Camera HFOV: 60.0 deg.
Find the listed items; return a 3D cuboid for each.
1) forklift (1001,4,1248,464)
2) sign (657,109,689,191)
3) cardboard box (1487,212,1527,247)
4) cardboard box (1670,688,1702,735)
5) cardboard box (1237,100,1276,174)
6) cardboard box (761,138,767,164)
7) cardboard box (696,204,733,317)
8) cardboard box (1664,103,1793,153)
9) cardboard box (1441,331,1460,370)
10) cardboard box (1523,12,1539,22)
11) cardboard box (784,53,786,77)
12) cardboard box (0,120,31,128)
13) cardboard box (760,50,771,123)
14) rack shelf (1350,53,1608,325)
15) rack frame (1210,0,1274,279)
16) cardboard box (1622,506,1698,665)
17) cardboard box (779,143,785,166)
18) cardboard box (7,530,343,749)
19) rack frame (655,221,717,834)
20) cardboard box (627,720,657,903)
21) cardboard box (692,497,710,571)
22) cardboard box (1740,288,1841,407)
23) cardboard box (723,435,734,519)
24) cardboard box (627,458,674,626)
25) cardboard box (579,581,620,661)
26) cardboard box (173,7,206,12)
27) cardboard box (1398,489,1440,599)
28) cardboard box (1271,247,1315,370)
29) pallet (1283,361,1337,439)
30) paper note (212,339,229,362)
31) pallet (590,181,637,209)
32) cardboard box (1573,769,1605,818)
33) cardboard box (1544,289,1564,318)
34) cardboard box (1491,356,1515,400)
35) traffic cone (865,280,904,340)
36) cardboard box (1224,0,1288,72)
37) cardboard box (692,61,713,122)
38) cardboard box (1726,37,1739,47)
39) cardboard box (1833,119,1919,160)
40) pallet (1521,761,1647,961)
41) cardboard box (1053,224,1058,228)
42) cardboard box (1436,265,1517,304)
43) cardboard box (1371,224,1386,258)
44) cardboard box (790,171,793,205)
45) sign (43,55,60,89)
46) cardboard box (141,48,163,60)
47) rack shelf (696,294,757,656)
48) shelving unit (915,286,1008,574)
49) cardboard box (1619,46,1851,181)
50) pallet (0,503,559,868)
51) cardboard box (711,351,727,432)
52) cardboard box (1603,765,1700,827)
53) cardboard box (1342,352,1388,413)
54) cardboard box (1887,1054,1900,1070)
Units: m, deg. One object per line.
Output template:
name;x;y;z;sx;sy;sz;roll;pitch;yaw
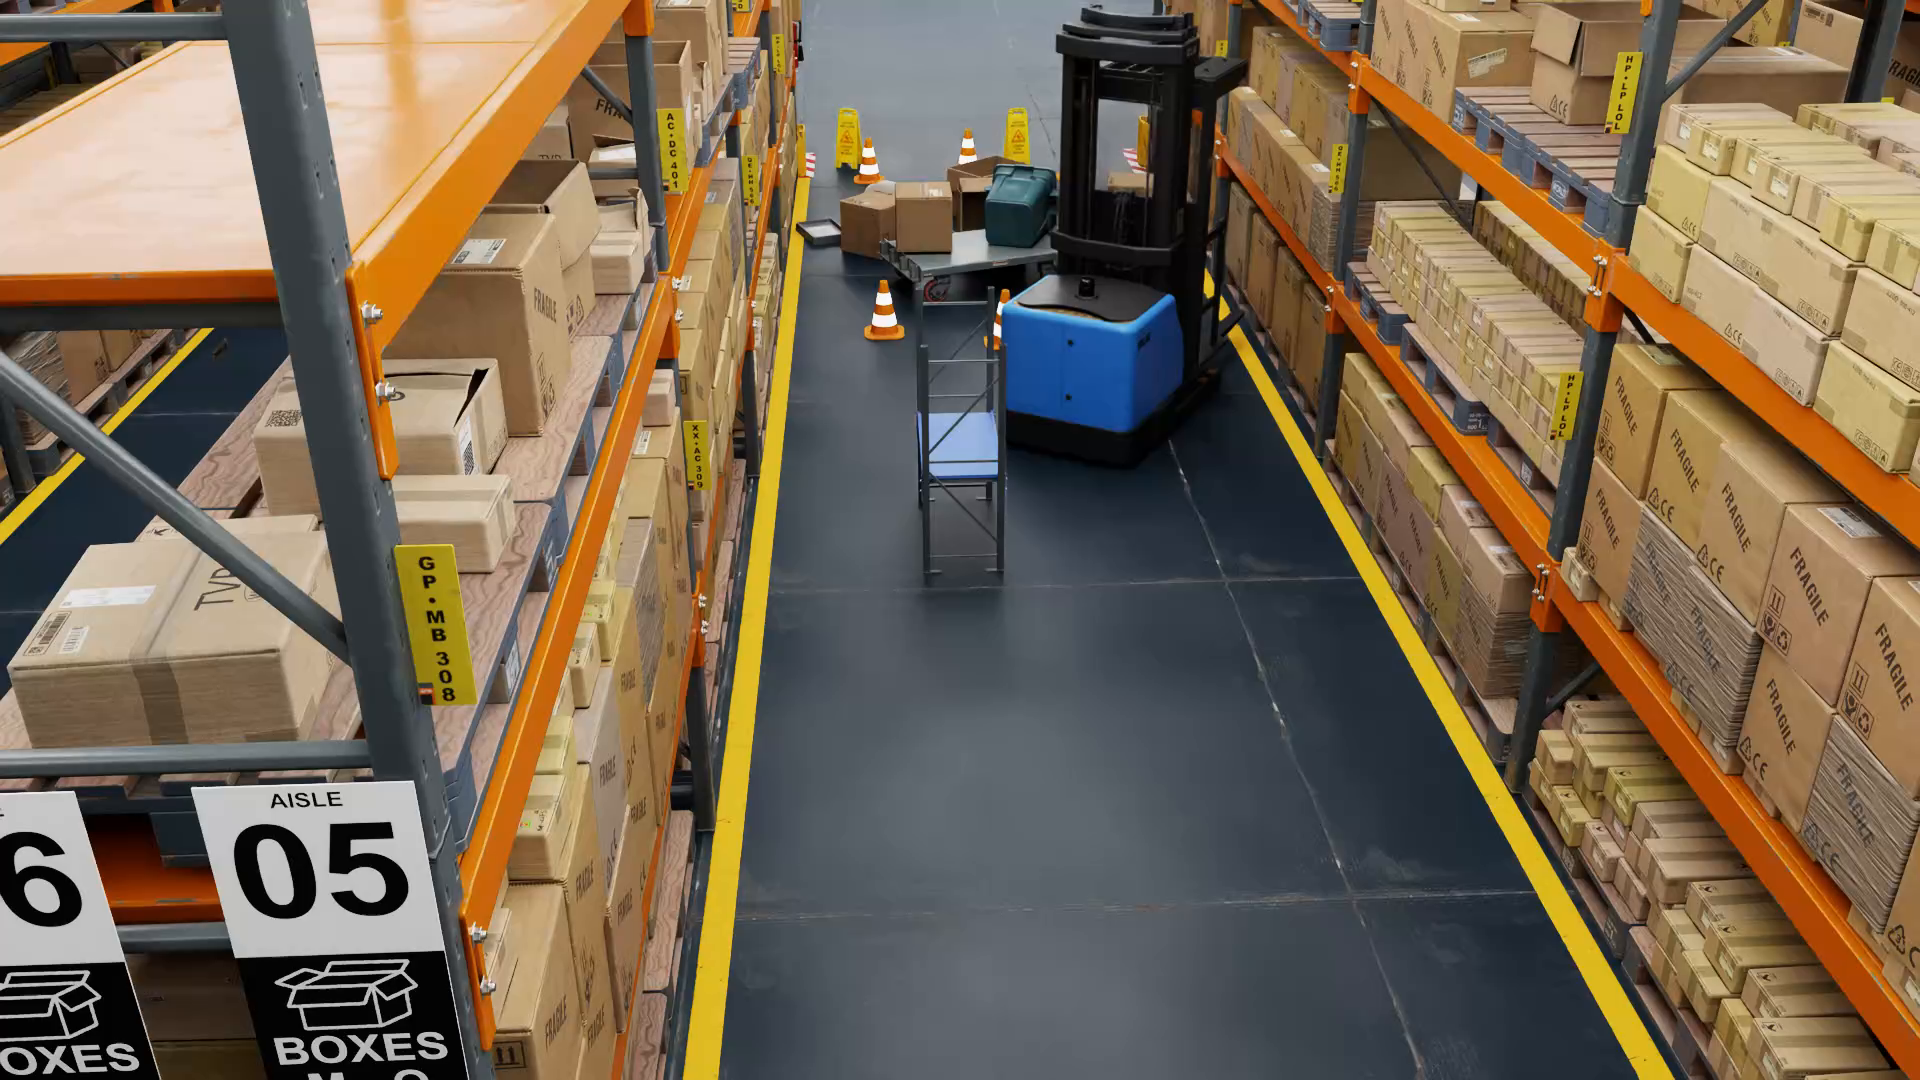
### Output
forklift;1.399;-2.482;12.338;1.130;2.935;3.031;14;30;24
sign;-1.133;-1.539;6.568;0.100;0.325;0.005;-1;28;-3
cardboard box;3.536;-1.951;10.421;0.380;0.149;0.250;-2;28;-3
cardboard box;3.049;0.637;6.557;0.380;0.149;0.250;-1;28;-2
cardboard box;2.619;-3.353;13.827;0.500;0.500;0.500;-1;28;-2
cardboard box;-1.740;-3.111;13.288;0.380;0.149;0.250;-1;28;-2
cardboard box;-1.553;-1.567;9.321;0.500;0.500;0.500;-1;28;-3
cardboard box;3.024;-1.618;6.556;0.380;0.149;0.250;-2;28;-4
cardboard box;2.947;-1.075;9.384;0.380;0.149;0.250;-2;28;-4
cardboard box;3.387;-2.599;9.137;0.500;0.500;0.500;-1;28;-3
cardboard box;-1.958;-4.707;16.102;0.500;0.500;0.500;-1;28;-2
cardboard box;-7.244;-3.078;12.598;0.380;0.149;0.250;-2;28;-3
cardboard box;-1.852;-3.779;13.869;0.500;0.500;0.500;-2;28;-4
rack shelf;3.146;-2.031;8.935;1.077;0.370;4.000;-1;28;-3
rack frame;2.833;-3.791;14.775;1.000;3.000;0.127;-1;28;-3
cardboard box;3.058;0.190;6.711;0.500;0.500;0.500;-1;28;-3
cardboard box;-1.813;-3.550;15.320;0.380;0.149;0.250;-1;28;-2
cardboard box;-1.592;0.217;3.446;0.500;0.250;0.500;-4;28;-7
rack frame;-1.687;0.070;7.373;1.000;3.000;0.127;-1;28;-3
cardboard box;-1.322;0.945;5.587;0.500;0.500;0.500;0;28;-1
cardboard box;-1.446;-0.073;7.809;0.500;0.250;0.500;-2;28;-4
cardboard box;3.054;-0.668;5.705;0.500;0.250;0.500;0;28;0
cardboard box;-1.943;-0.701;10.693;0.875;0.875;0.875;-2;28;-3
cardboard box;-1.368;0.028;6.264;0.500;0.500;0.500;-2;28;-3
cardboard box;-1.259;0.254;5.129;0.380;0.149;0.250;-2;28;-4
cardboard box;-7.506;-5.051;16.060;0.380;0.149;0.250;-2;28;-4
cardboard box;2.912;0.016;9.725;0.500;0.500;0.500;-2;28;-4
cardboard box;3.051;-1.820;12.974;1.050;0.750;0.750;-1;28;-2
pallet;3.076;-1.073;12.580;1.003;0.211;1.213;-1;28;-3
paper note;-2.169;-0.557;4.872;0.006;0.032;0.123;-1;28;-3
pallet;-1.784;-1.598;7.533;0.805;0.209;1.217;-2;28;-5
cardboard box;3.053;1.139;7.629;0.380;0.149;0.250;-1;28;-2
cardboard box;3.592;-1.338;9.567;0.380;0.149;0.250;-1;28;-1
cardboard box;2.989;-0.845;8.622;0.380;0.149;0.250;-2;28;-4
traffic cone;-0.642;-1.961;14.010;0.336;0.463;0.334;-1;28;-3
cardboard box;2.848;-4.507;14.819;0.875;0.550;0.550;-1;28;-3
cardboard box;-1.433;-2.239;8.247;0.396;0.266;0.258;1;28;2
cardboard box;7.712;-4.710;16.107;0.875;0.500;0.500;-1;28;-3
cardboard box;3.564;-1.499;6.326;0.380;0.149;0.250;-1;28;-1
pallet;3.321;1.449;7.743;1.003;0.211;1.213;-1;28;-3
cardboard box;0.904;-3.328;16.844;0.396;0.266;0.258;3;28;6
cardboard box;2.943;-1.457;9.475;0.380;0.149;0.250;-1;28;-1
cardboard box;2.867;-1.922;10.688;0.380;0.149;0.250;0;28;0
cardboard box;-1.951;-3.591;16.911;0.500;0.250;0.500;-2;28;-4
sign;-7.616;-3.908;13.978;0.100;0.325;0.005;-1;28;-3
cardboard box;-6.782;-4.121;14.277;0.380;0.149;0.250;-1;28;-2
rack shelf;-1.792;-0.535;9.310;1.077;0.370;4.000;-1;28;-3
shelving unit;-0.004;-0.704;10.479;0.538;1.500;1.048;-1;28;-3
cardboard box;3.341;-1.835;7.218;0.700;0.500;0.500;-1;28;-3
pallet;-1.527;0.284;3.814;1.003;0.211;1.213;-1;28;-3
cardboard box;-1.484;-0.769;8.603;0.500;0.250;0.500;-1;28;-2
cardboard box;3.080;1.126;7.333;0.380;0.149;0.250;-2;28;-3
cardboard box;2.836;-1.030;10.919;0.500;0.250;0.500;-3;28;-5
cardboard box;3.616;1.968;6.039;0.380;0.149;0.250;-3;28;-5
